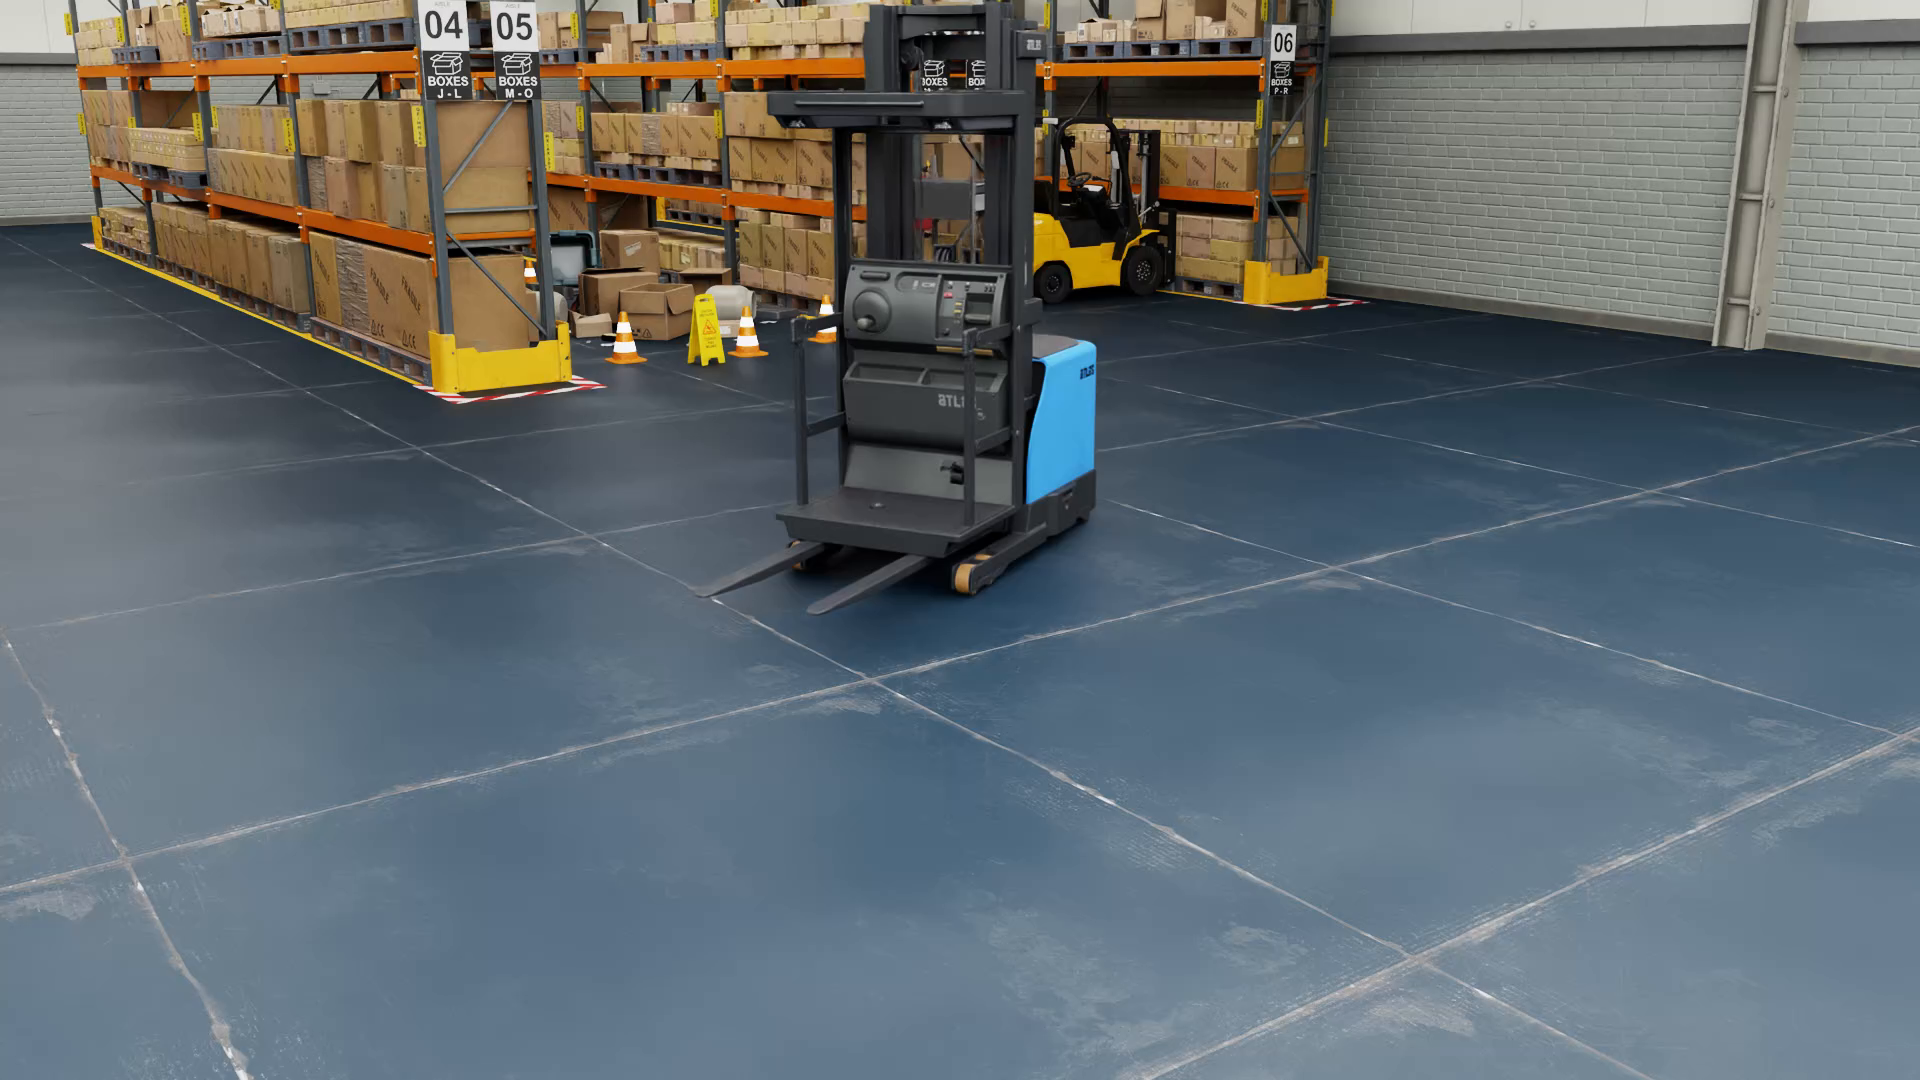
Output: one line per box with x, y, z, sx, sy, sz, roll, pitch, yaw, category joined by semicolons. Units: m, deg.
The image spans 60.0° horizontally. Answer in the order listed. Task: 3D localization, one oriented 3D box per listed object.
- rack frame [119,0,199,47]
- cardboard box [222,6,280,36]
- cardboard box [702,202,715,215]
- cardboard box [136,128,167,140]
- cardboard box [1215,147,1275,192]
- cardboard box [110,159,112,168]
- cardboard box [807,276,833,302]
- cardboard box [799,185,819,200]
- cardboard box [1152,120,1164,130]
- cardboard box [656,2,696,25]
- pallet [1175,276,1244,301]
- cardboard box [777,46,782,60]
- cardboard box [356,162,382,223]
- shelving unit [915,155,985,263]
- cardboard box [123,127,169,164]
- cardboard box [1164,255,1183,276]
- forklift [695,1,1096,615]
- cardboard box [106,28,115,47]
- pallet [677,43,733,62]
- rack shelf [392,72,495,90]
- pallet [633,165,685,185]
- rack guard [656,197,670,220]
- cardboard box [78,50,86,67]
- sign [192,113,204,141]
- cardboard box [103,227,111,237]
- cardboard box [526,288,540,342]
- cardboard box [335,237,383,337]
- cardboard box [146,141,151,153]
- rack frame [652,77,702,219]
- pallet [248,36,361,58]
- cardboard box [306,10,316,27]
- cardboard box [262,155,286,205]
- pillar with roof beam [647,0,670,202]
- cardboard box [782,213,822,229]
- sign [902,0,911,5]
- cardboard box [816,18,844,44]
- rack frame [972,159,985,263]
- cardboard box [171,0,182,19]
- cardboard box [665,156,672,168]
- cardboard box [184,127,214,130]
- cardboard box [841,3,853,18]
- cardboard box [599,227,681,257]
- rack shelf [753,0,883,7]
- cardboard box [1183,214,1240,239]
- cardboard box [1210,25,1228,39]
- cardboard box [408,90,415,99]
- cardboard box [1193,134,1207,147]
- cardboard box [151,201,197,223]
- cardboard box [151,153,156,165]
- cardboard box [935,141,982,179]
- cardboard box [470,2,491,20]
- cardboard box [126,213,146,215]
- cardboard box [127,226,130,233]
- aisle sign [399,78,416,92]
-11.065;-8.272;22.753;1.000;3.000;0.127;-11;19;-35;rack frame
-7.869;-5.774;18.491;0.500;0.311;0.500;-11;19;-36;cardboard box
-4.476;-6.328;30.955;0.500;0.500;0.500;-10;18;-34;cardboard box
-10.888;-5.478;22.461;0.380;0.149;0.250;-11;19;-34;cardboard box
3.446;-4.490;20.109;0.500;0.500;0.500;-11;19;-36;cardboard box
-12.791;-5.782;25.495;0.380;0.149;0.250;-11;19;-35;cardboard box
-1.368;-2.836;18.668;0.500;0.250;0.500;-12;19;-37;cardboard box
-1.576;-3.898;18.611;0.380;0.149;0.250;-11;19;-35;cardboard box
2.660;-5.252;21.102;0.380;0.149;0.250;-11;19;-34;cardboard box
-3.478;-6.597;20.856;0.500;0.250;0.500;-10;18;-34;cardboard box
3.464;-3.189;20.828;1.003;0.211;1.213;-11;19;-35;pallet
-1.825;-5.462;18.645;0.380;0.149;0.250;-12;19;-36;cardboard box
-5.178;-3.320;15.742;0.875;0.550;0.500;-11;19;-35;cardboard box
-0.040;-1.349;10.527;0.503;2.100;0.431;8;17;28;shelving unit
-11.578;-5.630;23.710;0.500;0.500;0.500;-11;19;-34;cardboard box
2.845;-3.521;21.171;0.500;0.250;0.500;-11;19;-34;cardboard box
-0.282;-1.261;8.632;1.130;2.935;3.031;7;17;25;forklift
-11.839;-7.166;23.731;0.500;0.250;0.500;-12;19;-37;cardboard box
-2.694;-5.965;20.361;1.213;0.211;1.003;-11;19;-35;pallet
-8.296;-7.695;27.691;1.077;0.370;4.000;-11;19;-35;rack shelf
-3.572;-4.805;21.815;1.003;0.211;1.213;-11;19;-35;pallet
-5.415;-6.572;32.641;1.175;0.500;0.348;-11;19;-35;rack guard
-13.360;-7.472;25.795;0.500;0.250;0.500;-10;18;-33;cardboard box
-9.147;-4.958;19.967;0.100;0.325;0.005;-11;19;-35;sign
-13.368;-4.899;26.397;0.380;0.149;0.250;-10;18;-33;cardboard box
-4.618;-2.294;17.004;0.500;0.500;0.500;-7;17;-25;cardboard box
-5.515;-2.511;16.297;0.875;0.875;0.875;-11;19;-34;cardboard box
-10.586;-5.225;22.102;0.380;0.149;0.250;-10;18;-32;cardboard box
-5.460;-7.794;32.370;1.000;3.000;0.127;-11;19;-35;rack frame
-6.940;-5.213;17.620;0.805;0.209;1.217;-12;19;-37;pallet
-5.976;-4.954;15.803;0.380;0.149;0.250;-11;19;-35;cardboard box
-7.181;-3.896;17.940;0.500;0.500;0.500;-11;19;-35;cardboard box
-9.798;-10.735;31.751;9.100;9.000;0.400;-11;19;-35;pillar with roof beam
-1.799;-3.641;18.959;0.380;0.149;0.250;-10;18;-31;cardboard box
-0.526;-5.398;16.257;0.100;0.325;0.005;-11;19;-35;sign
-1.187;-5.409;17.695;0.500;0.250;0.500;-10;18;-33;cardboard box
0.174;-1.318;10.413;0.015;2.100;0.400;8;17;28;rack frame
-9.475;-6.542;20.474;0.396;0.266;0.258;-11;19;-35;cardboard box
-3.531;-4.829;21.217;0.380;0.149;0.250;-11;19;-35;cardboard box
-10.512;-5.634;23.033;0.380;0.149;0.250;-12;19;-36;cardboard box
-1.033;-5.571;17.531;0.380;0.149;0.250;-11;19;-35;cardboard box
-4.445;-4.127;23.156;0.950;0.372;0.625;-12;20;-38;cardboard box
-1.932;-8.866;27.045;1.077;0.370;4.000;-11;19;-35;rack shelf
3.120;-3.894;20.640;0.500;0.250;0.500;-10;18;-34;cardboard box
3.215;-6.083;19.930;0.380;0.149;0.250;-12;19;-36;cardboard box
-9.216;-7.629;28.455;0.380;0.149;0.250;-10;18;-33;cardboard box
3.104;-4.938;20.519;0.380;0.149;0.250;-11;19;-35;cardboard box
-10.844;-4.538;22.994;0.500;0.250;0.500;-12;19;-37;cardboard box
-10.433;-5.026;21.939;0.380;0.149;0.250;-11;19;-36;cardboard box
-0.119;-3.942;17.543;0.500;0.500;0.500;-11;19;-35;cardboard box
-3.952;-4.515;14.201;0.380;0.149;0.250;-11;19;-34;cardboard box
-12.369;-4.866;25.149;0.380;0.149;0.250;-11;19;-34;cardboard box
-12.497;-4.781;25.404;0.380;0.149;0.250;-10;18;-32;cardboard box
-9.749;-8.247;29.101;0.394;0.787;0.004;-11;19;-35;aisle sign
